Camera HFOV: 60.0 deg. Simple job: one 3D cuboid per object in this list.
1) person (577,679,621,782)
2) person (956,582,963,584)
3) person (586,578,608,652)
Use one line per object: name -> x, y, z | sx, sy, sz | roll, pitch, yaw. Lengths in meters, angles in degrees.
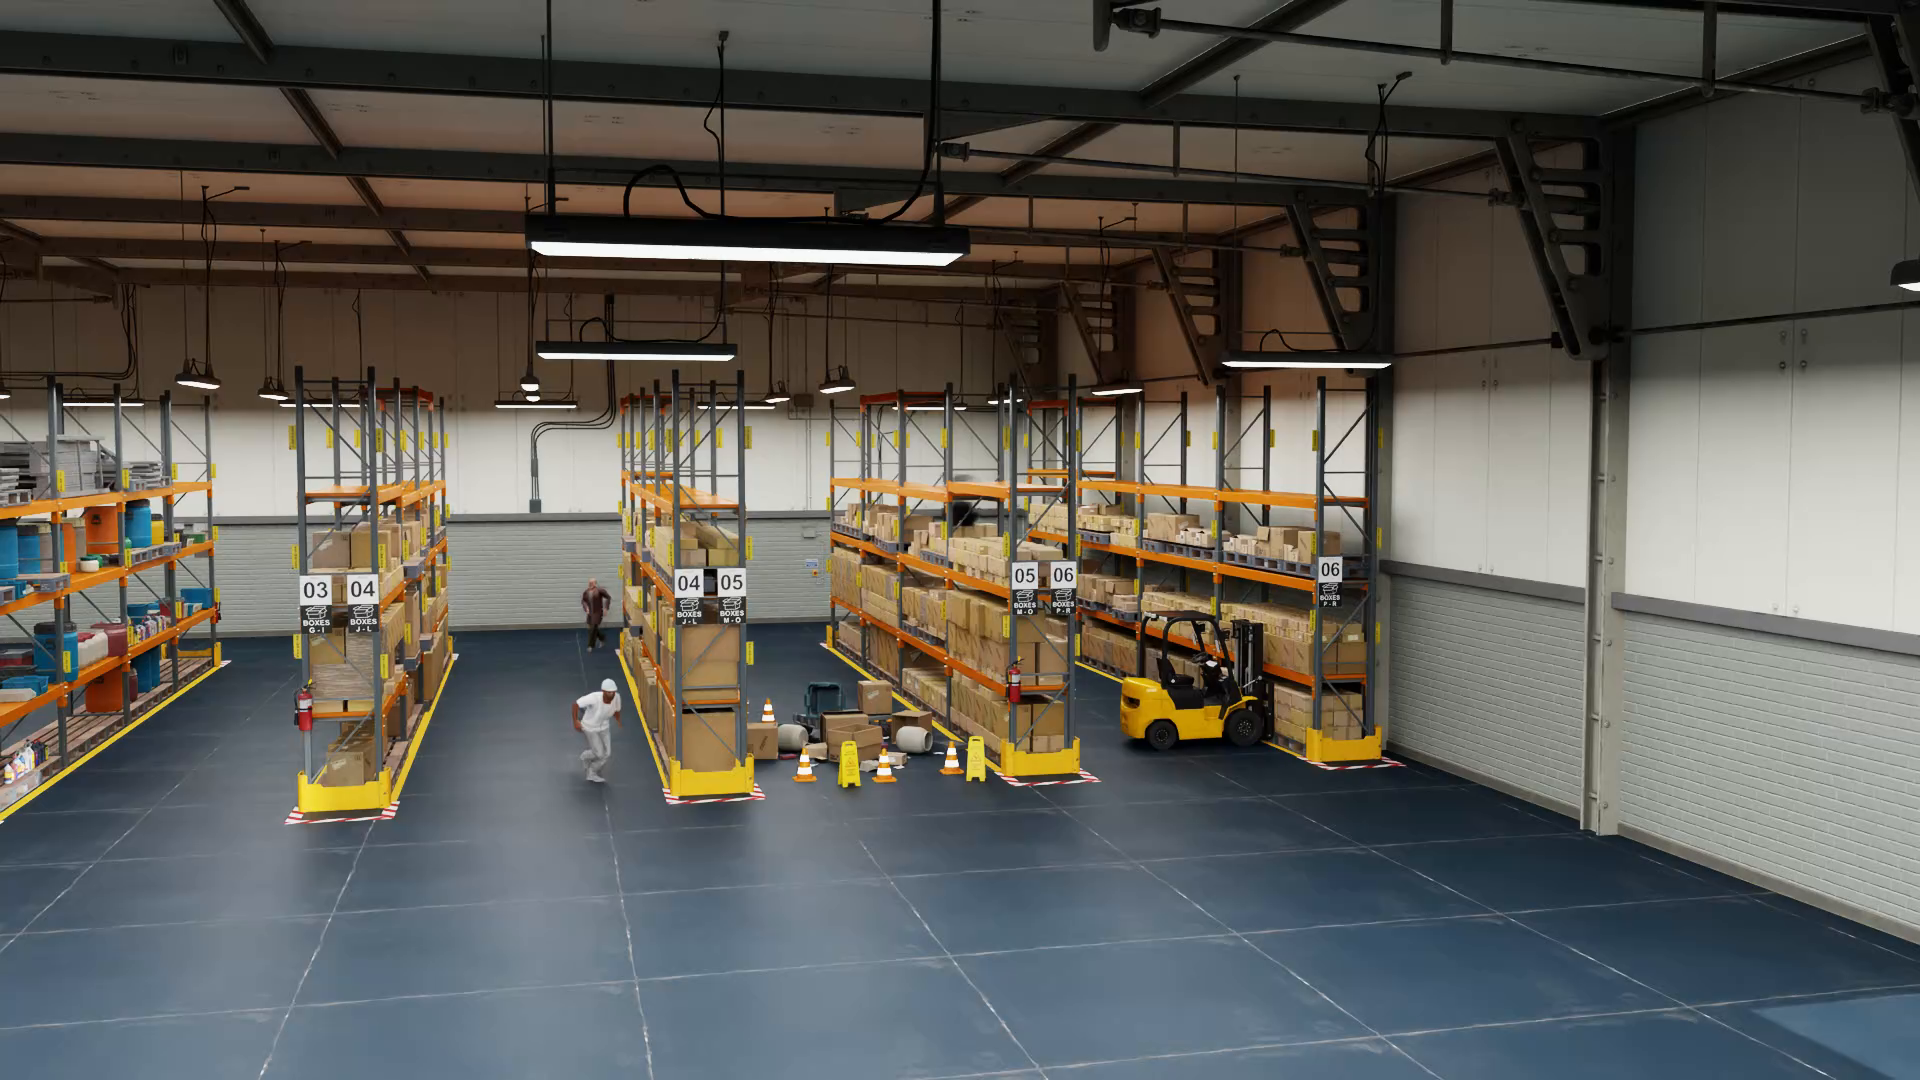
person -> -5.280, 2.778, 24.239 | 0.695, 1.566, 0.891 | -3, 5, -44
person -> 0.151, 1.811, 39.620 | 0.661, 1.676, 0.645 | 2, 4, 33
person -> -8.627, 1.774, 39.711 | 0.678, 1.766, 0.767 | 2, 4, 28
